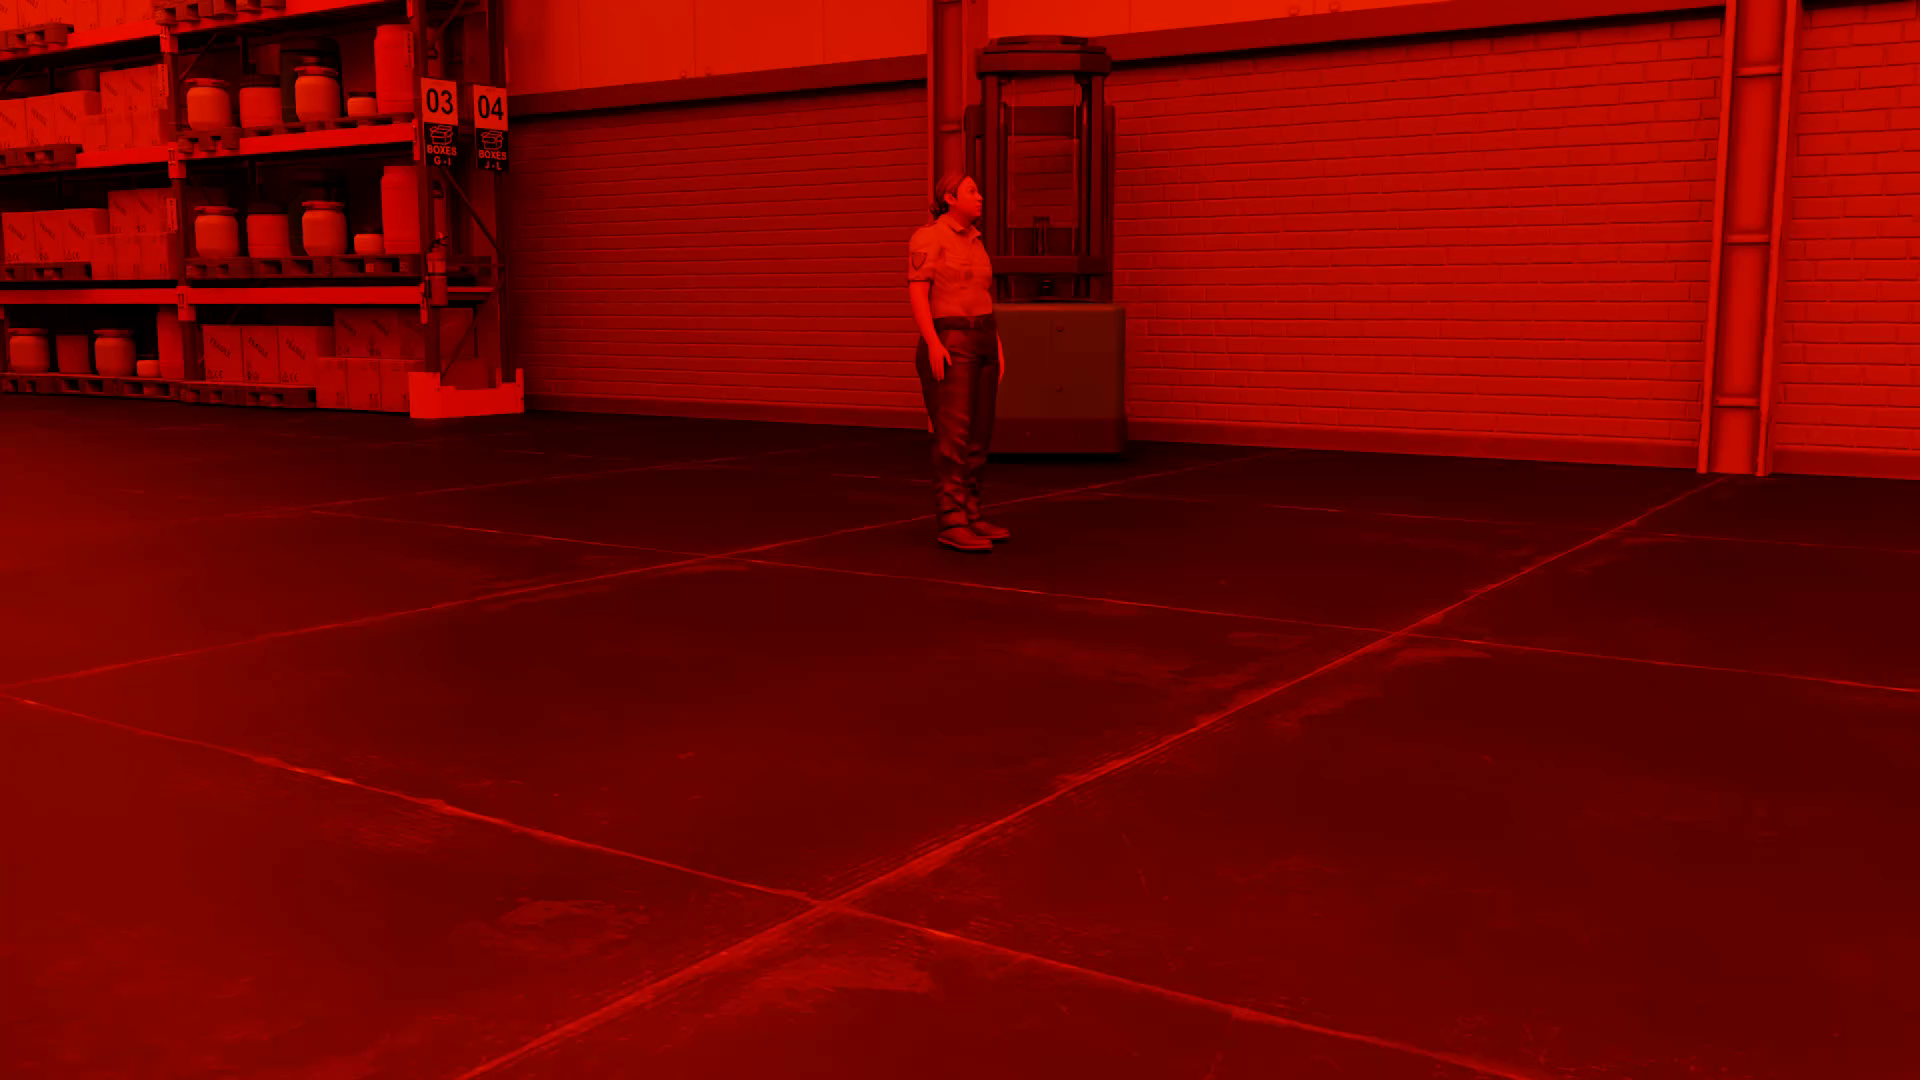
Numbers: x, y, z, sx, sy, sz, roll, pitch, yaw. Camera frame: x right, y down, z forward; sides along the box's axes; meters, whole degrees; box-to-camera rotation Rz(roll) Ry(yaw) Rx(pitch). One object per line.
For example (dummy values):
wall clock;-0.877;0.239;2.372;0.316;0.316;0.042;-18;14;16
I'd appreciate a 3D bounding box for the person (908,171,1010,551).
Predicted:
person;0.062;-0.813;7.418;0.502;1.651;0.598;5;10;34

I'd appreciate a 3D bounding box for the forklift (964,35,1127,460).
forklift;0.582;-2.177;12.505;1.130;2.935;3.031;0;8;-1
